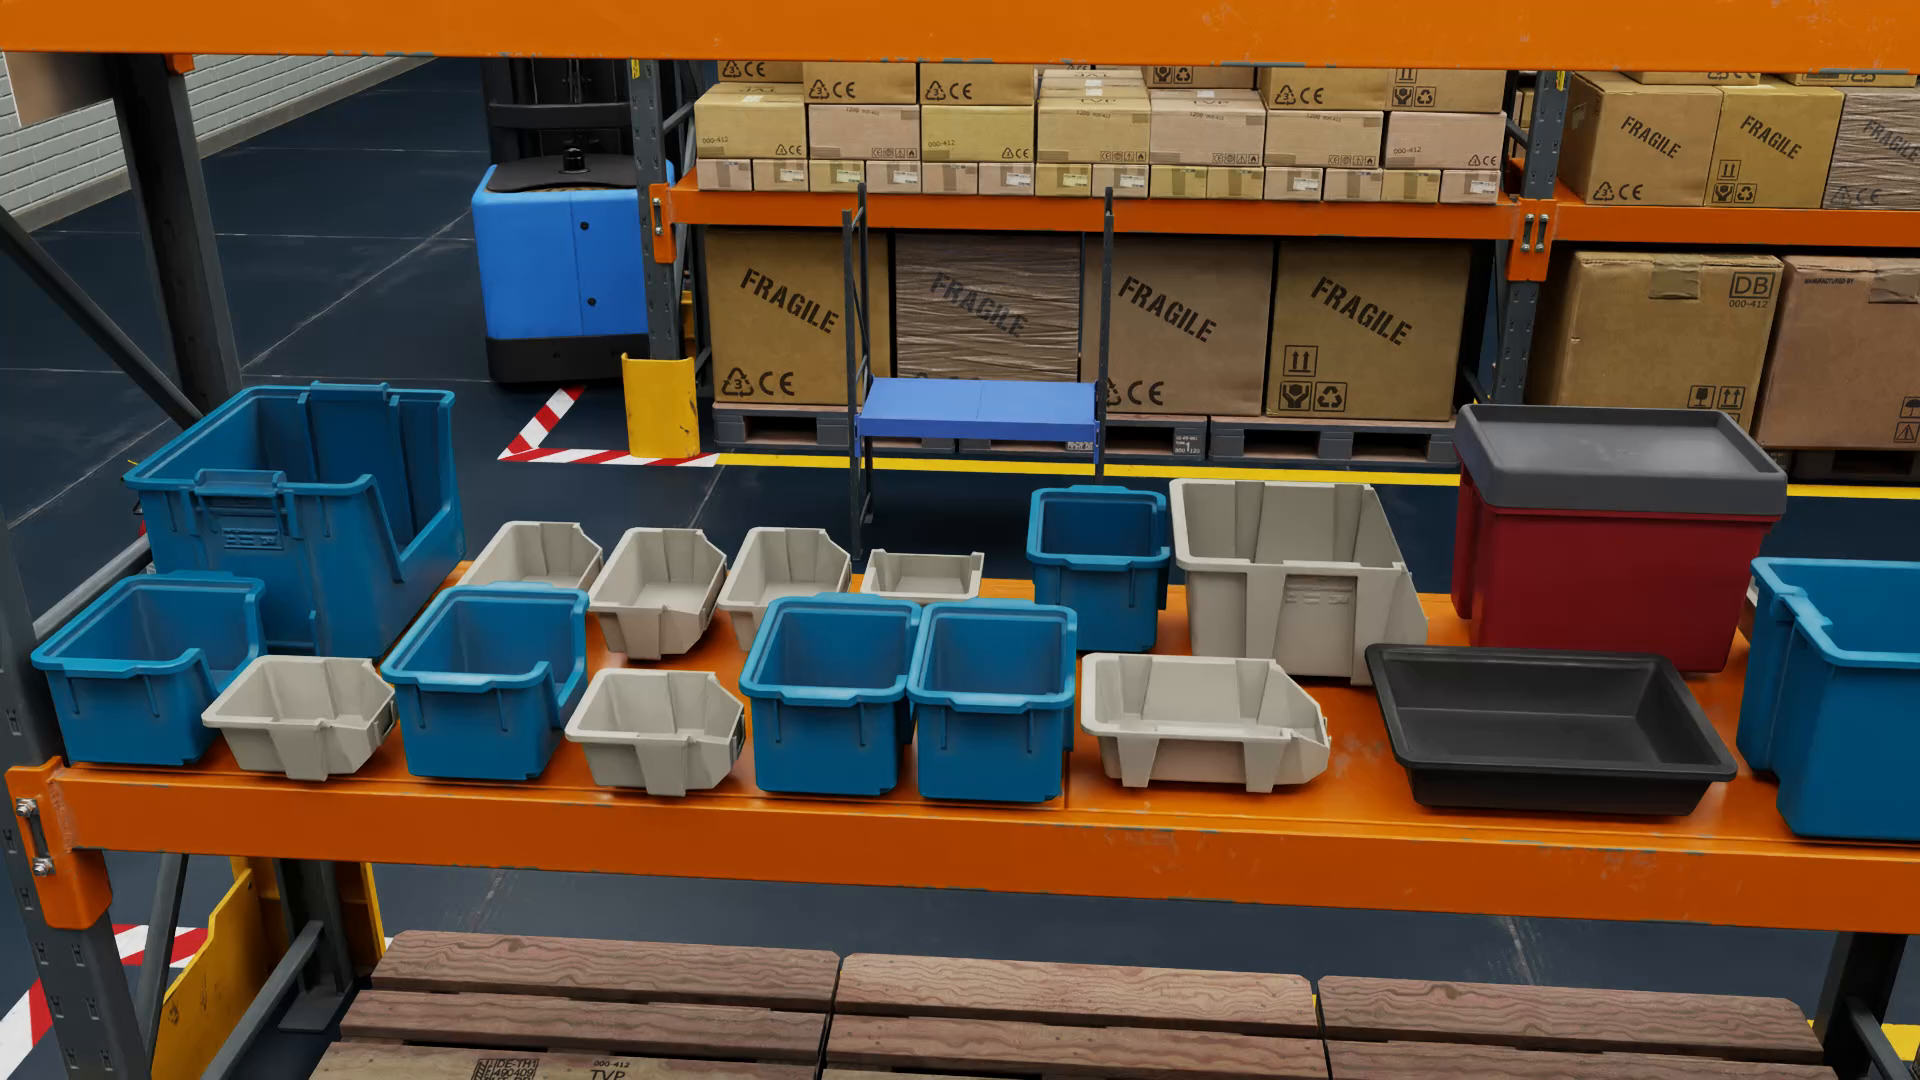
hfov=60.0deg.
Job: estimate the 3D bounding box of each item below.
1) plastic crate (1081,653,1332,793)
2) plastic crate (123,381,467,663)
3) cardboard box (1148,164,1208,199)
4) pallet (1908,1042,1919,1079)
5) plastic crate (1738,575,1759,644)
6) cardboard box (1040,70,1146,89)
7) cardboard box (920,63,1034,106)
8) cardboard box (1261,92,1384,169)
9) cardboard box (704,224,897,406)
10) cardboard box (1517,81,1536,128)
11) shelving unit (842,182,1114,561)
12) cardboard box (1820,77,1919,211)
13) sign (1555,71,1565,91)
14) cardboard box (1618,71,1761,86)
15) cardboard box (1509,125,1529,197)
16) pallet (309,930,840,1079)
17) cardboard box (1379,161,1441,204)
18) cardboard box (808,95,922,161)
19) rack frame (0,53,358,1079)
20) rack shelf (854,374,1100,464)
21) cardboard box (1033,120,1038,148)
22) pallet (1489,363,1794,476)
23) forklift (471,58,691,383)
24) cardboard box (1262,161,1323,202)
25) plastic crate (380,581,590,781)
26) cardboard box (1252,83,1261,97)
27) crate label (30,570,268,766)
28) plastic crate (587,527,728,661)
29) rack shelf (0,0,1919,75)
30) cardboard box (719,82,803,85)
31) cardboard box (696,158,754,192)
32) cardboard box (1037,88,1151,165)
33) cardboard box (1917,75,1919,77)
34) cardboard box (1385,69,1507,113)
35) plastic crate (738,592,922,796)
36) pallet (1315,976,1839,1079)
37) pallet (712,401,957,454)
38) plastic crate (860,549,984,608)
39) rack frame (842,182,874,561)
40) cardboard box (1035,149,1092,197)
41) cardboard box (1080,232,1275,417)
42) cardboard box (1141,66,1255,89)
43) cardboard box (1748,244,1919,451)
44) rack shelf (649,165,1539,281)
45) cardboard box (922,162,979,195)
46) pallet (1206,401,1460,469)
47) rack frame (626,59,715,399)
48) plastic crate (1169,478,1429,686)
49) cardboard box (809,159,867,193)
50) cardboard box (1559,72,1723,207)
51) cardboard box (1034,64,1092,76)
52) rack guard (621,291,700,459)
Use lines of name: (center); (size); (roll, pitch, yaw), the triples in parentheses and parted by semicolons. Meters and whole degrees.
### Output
plastic crate: (0.461, 0.351, 3.143); (0.466, 0.136, 0.293); (2, 25, 4)
plastic crate: (-1.420, -0.050, 3.656); (0.499, 0.435, 0.616); (2, 25, 4)
cardboard box: (0.989, -1.676, 7.604); (0.250, 0.149, 0.380); (1, 25, 3)
pallet: (2.986, 1.497, 3.744); (1.213, 0.211, 1.003); (2, 25, 4)
plastic crate: (1.767, 0.207, 3.456); (0.243, 0.136, 0.396); (2, 25, 4)
cardboard box: (0.648, -2.118, 8.089); (0.500, 0.250, 0.500); (2, 25, 4)
cardboard box: (0.085, -2.254, 7.486); (0.500, 0.500, 0.500); (1, 25, 3)
cardboard box: (1.623, -1.863, 7.534); (0.500, 0.250, 0.500); (3, 25, 6)
cardboard box: (-0.745, -1.242, 8.401); (0.875, 0.875, 0.875); (2, 25, 4)
cardboard box: (4.328, -3.186, 12.176); (0.500, 0.250, 0.500); (3, 25, 5)
shelving unit: (0.085, -0.679, 6.931); (1.048, 1.500, 0.538); (2, 25, 4)
cardboard box: (4.039, -1.770, 7.390); (0.500, 0.500, 0.500); (1, 25, 3)
sign: (2.559, -2.074, 7.038); (0.005, 0.325, 0.100); (2, 25, 4)
cardboard box: (3.237, -2.360, 7.471); (0.637, 0.503, 0.797); (1, 25, 3)
cardboard box: (4.324, -2.845, 12.332); (0.500, 0.500, 0.500); (3, 25, 6)
pallet: (-0.949, 1.370, 4.021); (1.213, 0.211, 1.003); (2, 25, 4)
cardboard box: (2.013, -1.643, 7.533); (0.250, 0.149, 0.380); (2, 25, 5)
cardboard box: (-0.412, -1.929, 7.678); (0.500, 0.250, 0.500); (2, 25, 3)
rack frame: (-1.768, 0.060, 3.530); (0.127, 3.000, 1.000); (2, 25, 4)
rack shelf: (0.085, -0.515, 7.006); (1.000, 0.185, 0.538); (2, 25, 4)
cardboard box: (0.269, -1.975, 8.255); (0.250, 0.149, 0.380); (2, 25, 4)
pallet: (3.375, -0.616, 8.336); (1.213, 0.211, 1.003); (2, 25, 4)
forklift: (-2.209, -2.760, 9.741); (1.130, 2.935, 3.031); (-3, 25, -7)
cardboard box: (1.501, -1.660, 7.569); (0.250, 0.149, 0.380); (2, 25, 5)
plastic crate: (-0.891, 0.275, 3.192); (0.300, 0.233, 0.416); (2, 25, 4)
cardboard box: (1.656, -2.085, 8.017); (0.500, 0.250, 0.500); (2, 25, 4)
crate label: (-1.547, 0.254, 3.237); (0.303, 0.233, 0.416); (2, 25, 4)
plastic crate: (-0.653, 0.119, 3.647); (0.243, 0.136, 0.396); (2, 25, 4)
rack shelf: (0.226, -0.911, 2.915); (4.000, 0.370, 1.077); (2, 25, 4)
cardboard box: (-0.885, -2.166, 8.192); (0.500, 0.250, 0.500); (1, 25, 3)
cardboard box: (-1.060, -1.741, 7.745); (0.250, 0.149, 0.380); (2, 25, 5)
cardboard box: (0.609, -1.897, 7.608); (0.500, 0.250, 0.500); (1, 25, 3)
cardboard box: (4.541, -2.320, 7.384); (0.637, 0.503, 0.797); (3, 25, 6)
cardboard box: (2.121, -2.187, 7.341); (0.500, 0.500, 0.500); (3, 25, 6)
plastic crate: (-0.234, 0.296, 3.146); (0.300, 0.233, 0.416); (2, 25, 4)
pallet: (1.484, 1.448, 3.851); (1.213, 0.211, 1.003); (2, 25, 4)
pallet: (-0.586, -0.744, 8.615); (1.213, 0.211, 1.003); (2, 25, 4)
plastic crate: (-0.077, 0.119, 3.646); (0.250, 0.136, 0.298); (2, 25, 4)
rack frame: (-0.422, -0.695, 6.966); (0.032, 1.500, 0.500); (2, 25, 4)
cardboard box: (0.474, -1.692, 7.640); (0.250, 0.149, 0.380); (1, 25, 3)
cardboard box: (1.050, -1.185, 8.276); (0.875, 0.875, 0.875); (2, 25, 4)
cardboard box: (1.132, -2.439, 7.889); (0.500, 0.500, 0.500); (1, 25, 2)
cardboard box: (4.130, -1.061, 8.007); (0.875, 0.875, 1.225); (1, 25, 2)
rack shelf: (0.605, -1.613, 8.028); (4.000, 0.370, 1.077); (2, 25, 4)
cardboard box: (-0.035, -1.709, 7.676); (0.250, 0.149, 0.380); (1, 25, 3)
pallet: (1.847, -0.666, 8.445); (1.213, 0.211, 1.003); (2, 25, 4)
rack frame: (-1.389, -2.004, 8.017); (0.127, 3.000, 1.000); (2, 25, 4)
plastic crate: (0.712, 0.089, 3.537); (0.530, 0.282, 0.437); (2, 25, 4)
cardboard box: (-0.549, -1.725, 7.711); (0.250, 0.149, 0.380); (1, 25, 3)
cardboard box: (3.039, -1.802, 7.459); (0.500, 0.500, 0.500); (2, 25, 4)
cardboard box: (0.949, -5.156, 17.429); (0.875, 0.438, 0.875); (2, 25, 5)
rack guard: (-1.413, -0.869, 8.541); (0.348, 0.500, 1.175); (2, 25, 4)
